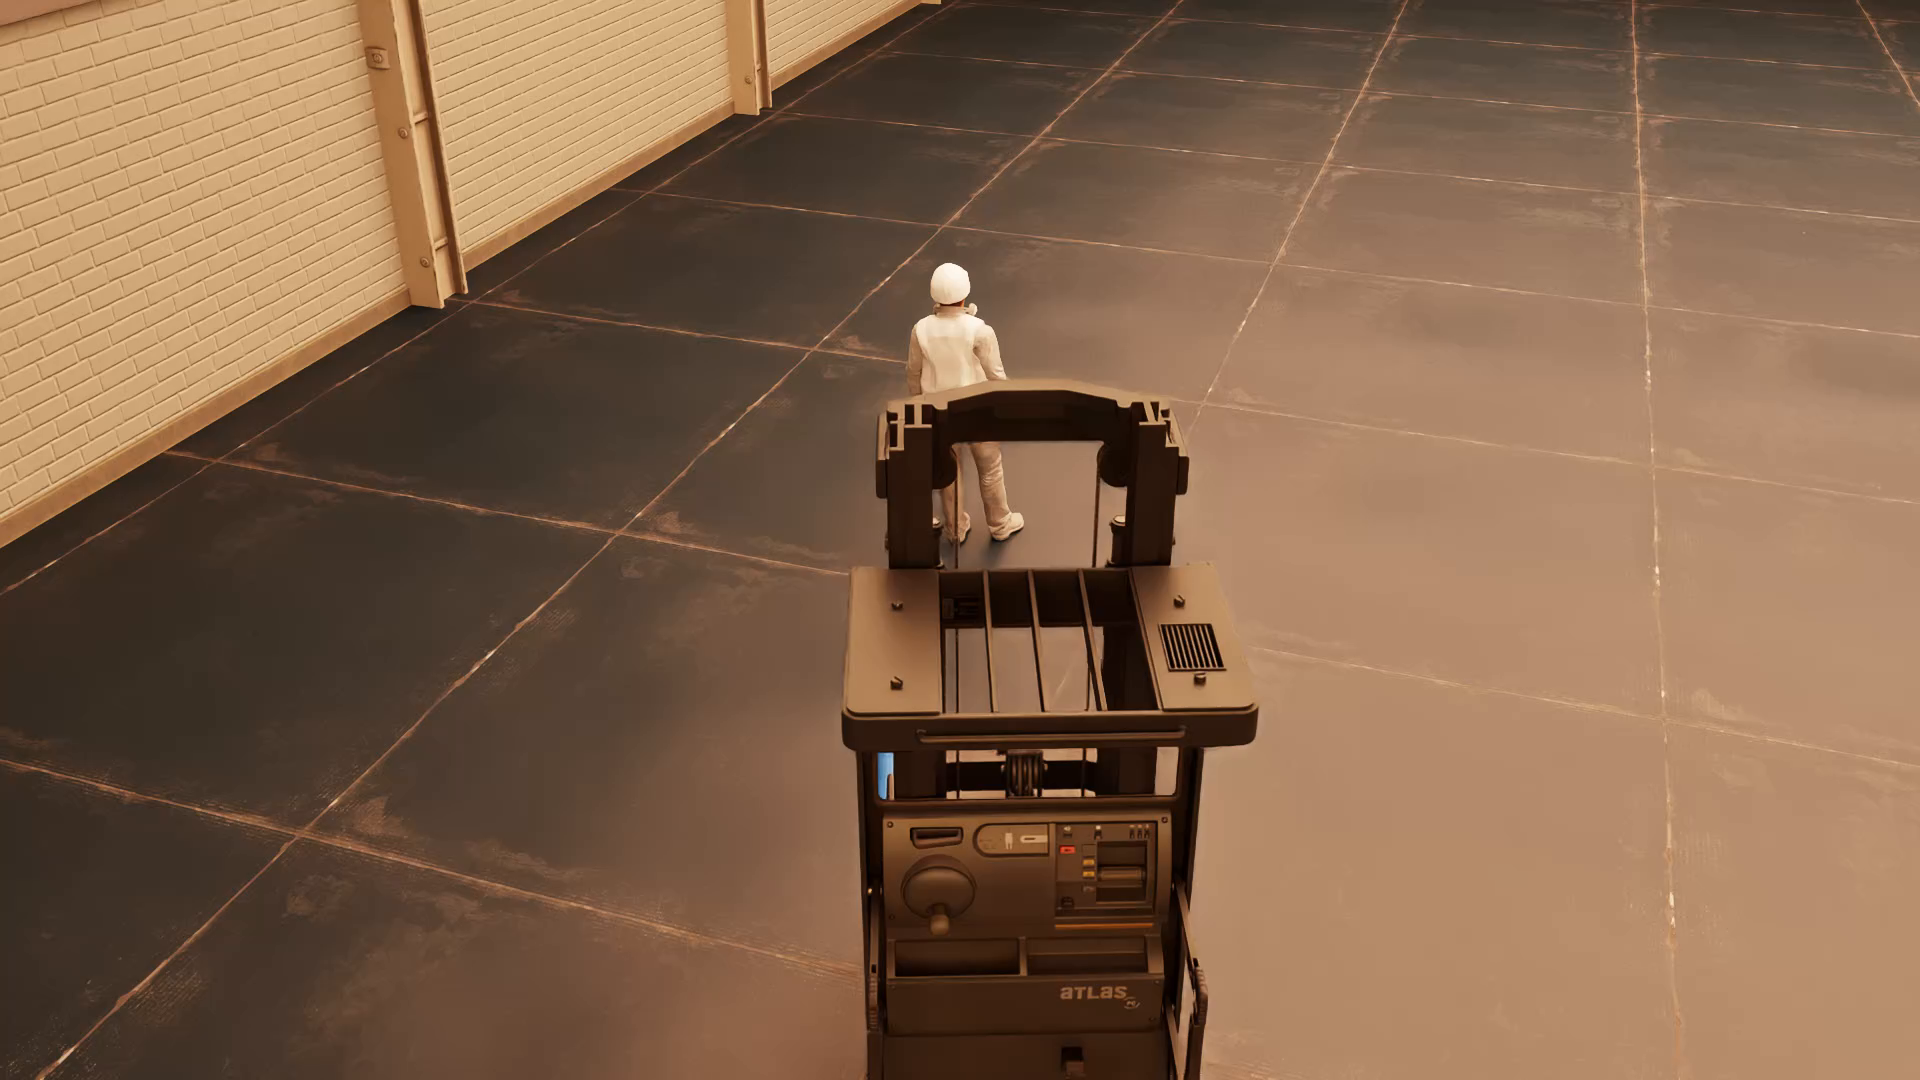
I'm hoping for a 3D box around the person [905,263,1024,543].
[{"bbox_3d":[0.028,-0.805,9.702,0.632,1.773,0.568,10,31,16],"label":"person"}]

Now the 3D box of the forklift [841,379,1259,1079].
[{"bbox_3d":[0.225,1.114,5.182,1.130,2.935,3.031,-1,30,-1],"label":"forklift"}]
